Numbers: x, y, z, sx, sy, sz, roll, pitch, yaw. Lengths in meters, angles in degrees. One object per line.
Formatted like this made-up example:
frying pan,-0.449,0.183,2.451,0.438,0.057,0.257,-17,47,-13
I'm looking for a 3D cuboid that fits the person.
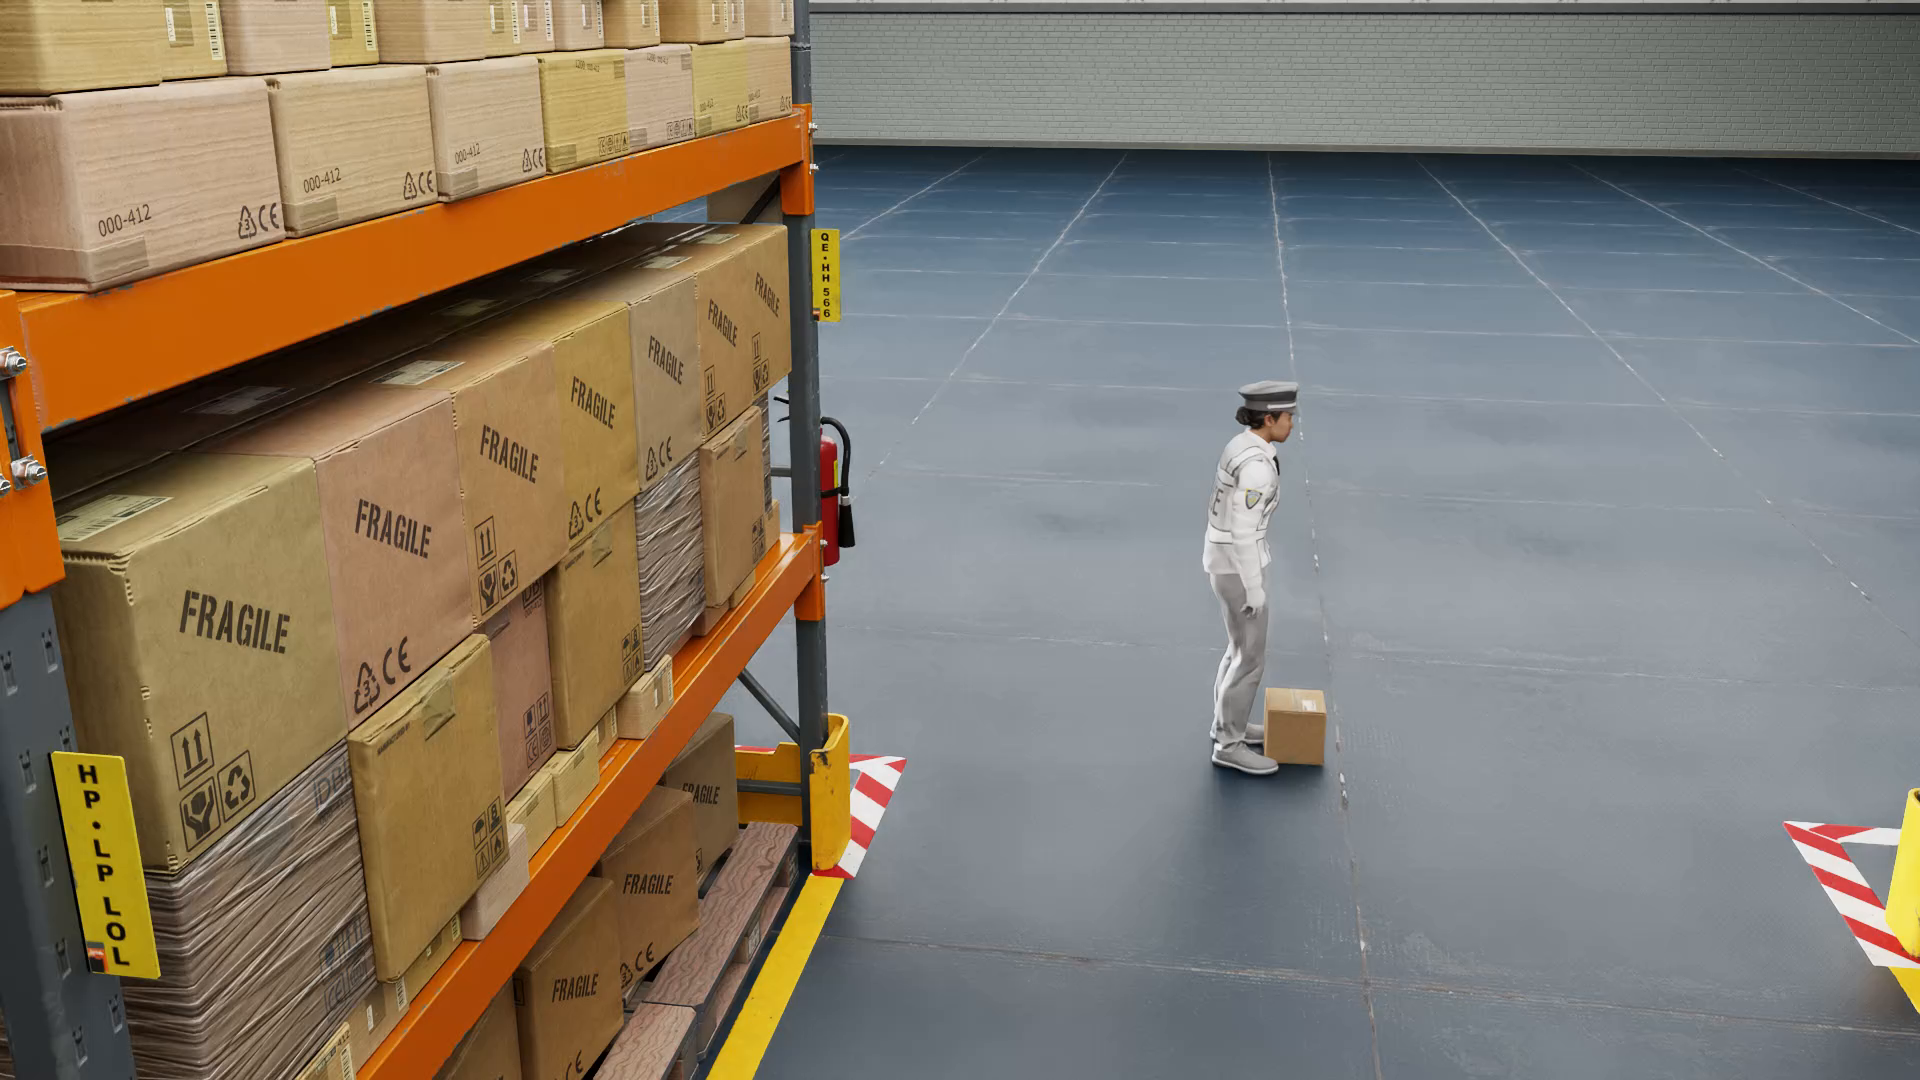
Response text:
person,1.229,0.138,7.125,0.375,1.662,0.529,2,18,6
